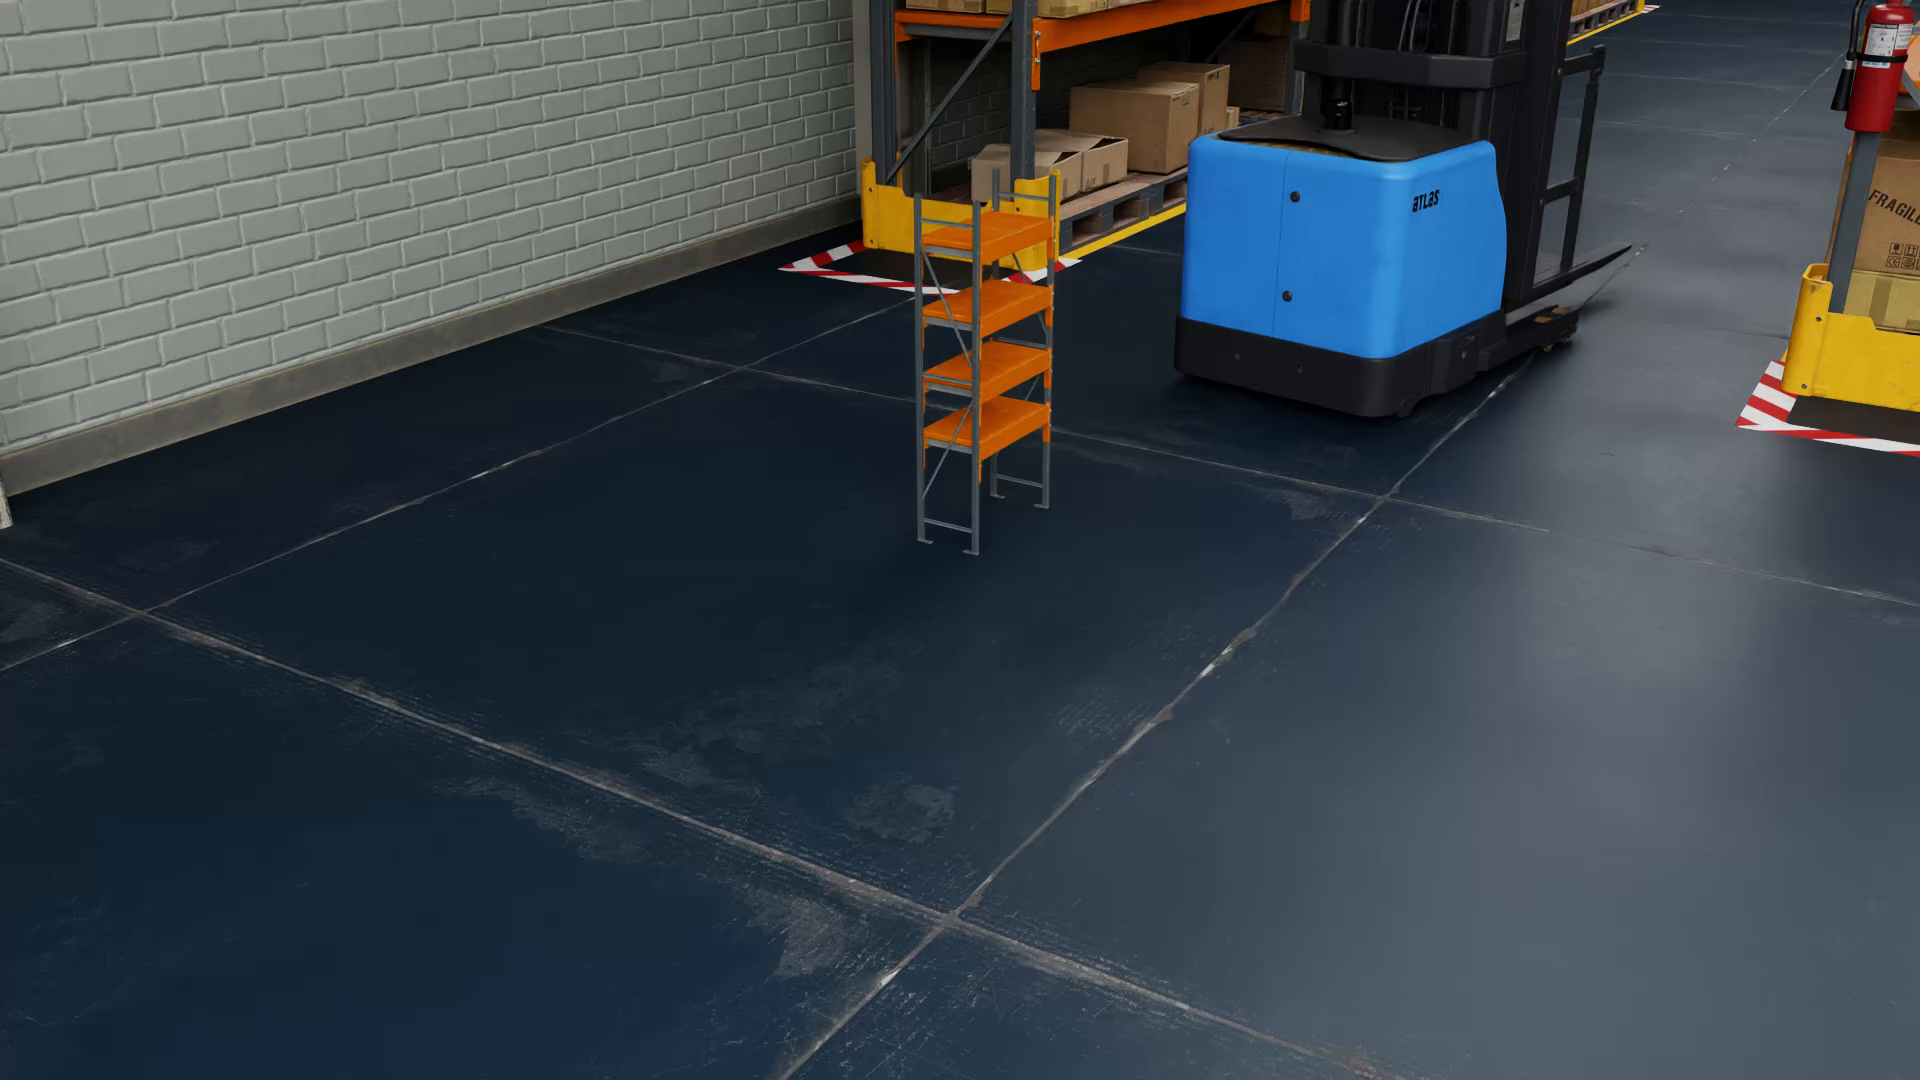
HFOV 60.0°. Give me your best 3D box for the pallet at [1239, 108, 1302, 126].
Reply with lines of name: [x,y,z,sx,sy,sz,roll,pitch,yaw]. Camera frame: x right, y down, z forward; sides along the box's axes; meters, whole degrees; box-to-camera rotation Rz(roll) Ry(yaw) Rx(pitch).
pallet: [2.474,-3.338,13.194,1.003,0.211,1.213,14,27,29]

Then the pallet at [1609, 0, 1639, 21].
pallet: [8.039,-6.838,21.281,1.003,0.211,1.213,14,27,29]

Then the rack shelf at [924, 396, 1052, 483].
rack shelf: [0.087,-0.363,5.746,0.258,0.148,0.480,14,27,29]

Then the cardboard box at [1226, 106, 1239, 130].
cardboard box: [1.808,-3.069,12.076,0.380,0.166,0.250,10,25,22]

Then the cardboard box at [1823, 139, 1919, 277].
cardboard box: [4.195,-1.486,7.395,0.500,0.500,0.500,14,27,29]

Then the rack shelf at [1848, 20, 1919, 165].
rack shelf: [5.220,-2.312,8.221,1.077,0.370,4.000,14,27,29]

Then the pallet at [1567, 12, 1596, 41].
pallet: [6.752,-6.015,19.378,1.003,0.211,1.213,14,27,29]

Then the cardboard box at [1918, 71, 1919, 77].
cardboard box: [4.422,-2.168,6.856,0.700,0.500,0.500,14,27,29]

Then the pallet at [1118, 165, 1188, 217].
pallet: [1.097,-2.427,11.090,1.003,0.211,1.213,14,27,29]

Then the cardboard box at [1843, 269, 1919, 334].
cardboard box: [4.197,-1.141,7.543,0.500,0.250,0.500,14,27,29]

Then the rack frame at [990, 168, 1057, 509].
rack frame: [0.216,-0.689,5.831,0.240,1.200,0.015,14,27,29]

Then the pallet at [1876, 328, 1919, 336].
pallet: [4.533,-0.955,7.689,1.003,0.211,1.213,14,27,29]

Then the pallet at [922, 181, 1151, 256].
pallet: [0.453,-2.017,10.143,1.003,0.211,1.213,14,27,29]

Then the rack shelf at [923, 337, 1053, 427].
rack shelf: [0.087,-0.545,5.667,0.258,0.148,0.480,14,27,29]

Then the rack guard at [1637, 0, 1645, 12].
rack guard: [8.407,-7.265,21.903,1.175,0.500,0.348,14,27,29]

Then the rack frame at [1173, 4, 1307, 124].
rack frame: [2.064,-4.354,12.032,1.000,3.000,0.127,14,27,29]

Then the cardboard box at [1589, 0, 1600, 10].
cardboard box: [7.306,-6.672,20.005,0.700,0.500,0.500,15,27,30]

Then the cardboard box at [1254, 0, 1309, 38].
cardboard box: [2.668,-4.154,13.219,0.500,0.250,0.500,13,27,28]

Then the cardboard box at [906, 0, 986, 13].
cardboard box: [0.036,-3.143,9.398,0.500,0.250,0.500,14,27,30]

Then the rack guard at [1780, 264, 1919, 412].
rack guard: [4.152,-0.812,6.996,1.175,0.500,0.348,14,27,29]

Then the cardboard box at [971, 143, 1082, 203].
cardboard box: [0.396,-2.187,9.856,0.500,0.311,0.500,11,26,23]

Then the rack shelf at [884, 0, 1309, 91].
rack shelf: [1.009,-3.349,10.616,1.077,0.370,4.000,14,27,29]

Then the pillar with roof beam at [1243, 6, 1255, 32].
pillar with roof beam: [6.411,-7.298,11.280,9.100,9.000,0.400,14,27,29]

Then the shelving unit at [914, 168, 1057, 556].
shelving unit: [0.087,-0.606,5.641,0.258,1.200,0.503,14,27,29]

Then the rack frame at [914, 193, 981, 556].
rack frame: [-0.041,-0.524,5.450,0.240,1.200,0.015,14,27,29]

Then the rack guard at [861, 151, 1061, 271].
rack guard: [-0.006,-1.883,9.469,1.175,0.500,0.348,14,27,29]

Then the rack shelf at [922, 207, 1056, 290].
rack shelf: [0.087,-0.967,5.485,0.258,0.148,0.480,14,27,29]

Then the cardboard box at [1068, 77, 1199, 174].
cardboard box: [1.126,-2.703,10.811,0.700,0.500,0.500,12,26,26]

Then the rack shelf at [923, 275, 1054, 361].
rack shelf: [0.087,-0.750,5.579,0.258,0.148,0.480,14,27,29]

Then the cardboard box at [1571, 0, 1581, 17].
cardboard box: [6.766,-6.331,19.216,0.700,0.500,0.500,14,27,30]

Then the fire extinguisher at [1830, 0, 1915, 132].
fire extinguisher: [3.708,-1.989,6.667,0.296,0.674,0.183,14,27,29]

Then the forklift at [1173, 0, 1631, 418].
forklift: [2.297,-2.344,7.475,1.130,2.935,3.031,20,30,38]

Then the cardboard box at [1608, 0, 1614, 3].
cardboard box: [7.846,-7.024,20.817,0.700,0.500,0.500,14,27,29]

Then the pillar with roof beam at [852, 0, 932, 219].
pillar with roof beam: [3.246,-5.273,6.602,9.100,9.000,0.400,14,27,29]

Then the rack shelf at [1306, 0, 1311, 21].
rack shelf: [3.119,-4.699,13.734,1.077,0.370,4.000,14,27,29]

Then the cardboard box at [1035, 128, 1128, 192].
cardboard box: [0.696,-2.379,10.301,0.500,0.311,0.500,16,28,33]

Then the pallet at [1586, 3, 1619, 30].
pallet: [7.394,-6.428,20.333,1.003,0.211,1.213,14,27,29]

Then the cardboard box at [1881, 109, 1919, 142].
cardboard box: [4.710,-1.826,8.181,0.500,0.500,0.500,14,27,29]

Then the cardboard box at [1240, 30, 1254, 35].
cardboard box: [2.668,-3.846,13.450,0.700,0.500,0.500,13,27,28]

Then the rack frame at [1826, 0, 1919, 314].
rack frame: [4.165,-1.967,6.519,1.000,3.000,0.127,14,27,29]

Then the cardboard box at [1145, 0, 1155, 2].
cardboard box: [1.017,-3.392,9.972,0.500,0.250,0.500,13,27,28]

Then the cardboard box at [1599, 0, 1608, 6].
cardboard box: [7.581,-6.854,20.424,0.700,0.500,0.500,13,27,27]

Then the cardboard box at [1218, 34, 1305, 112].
cardboard box: [2.438,-3.661,13.023,0.700,0.500,0.500,15,28,31]

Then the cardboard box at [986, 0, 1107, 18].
cardboard box: [0.481,-3.043,9.166,0.500,0.250,0.500,13,27,27]

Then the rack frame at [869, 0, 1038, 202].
rack frame: [-0.046,-3.004,8.914,1.000,3.000,0.127,14,27,29]

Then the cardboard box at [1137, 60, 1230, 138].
cardboard box: [1.551,-3.050,11.613,0.500,0.500,0.500,12,26,25]

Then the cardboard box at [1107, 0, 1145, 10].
cardboard box: [0.743,-3.221,9.578,0.500,0.250,0.500,13,27,27]

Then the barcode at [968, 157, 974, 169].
barcode: [0.065,-2.281,10.062,0.001,0.075,0.075,14,27,29]

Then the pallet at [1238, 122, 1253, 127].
pallet: [1.740,-2.840,12.045,1.003,0.211,1.213,14,27,29]

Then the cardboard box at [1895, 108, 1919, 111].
cardboard box: [4.975,-1.995,8.570,0.500,0.500,0.500,14,27,29]

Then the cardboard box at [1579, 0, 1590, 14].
cardboard box: [7.034,-6.500,19.606,0.700,0.500,0.500,14,27,28]
